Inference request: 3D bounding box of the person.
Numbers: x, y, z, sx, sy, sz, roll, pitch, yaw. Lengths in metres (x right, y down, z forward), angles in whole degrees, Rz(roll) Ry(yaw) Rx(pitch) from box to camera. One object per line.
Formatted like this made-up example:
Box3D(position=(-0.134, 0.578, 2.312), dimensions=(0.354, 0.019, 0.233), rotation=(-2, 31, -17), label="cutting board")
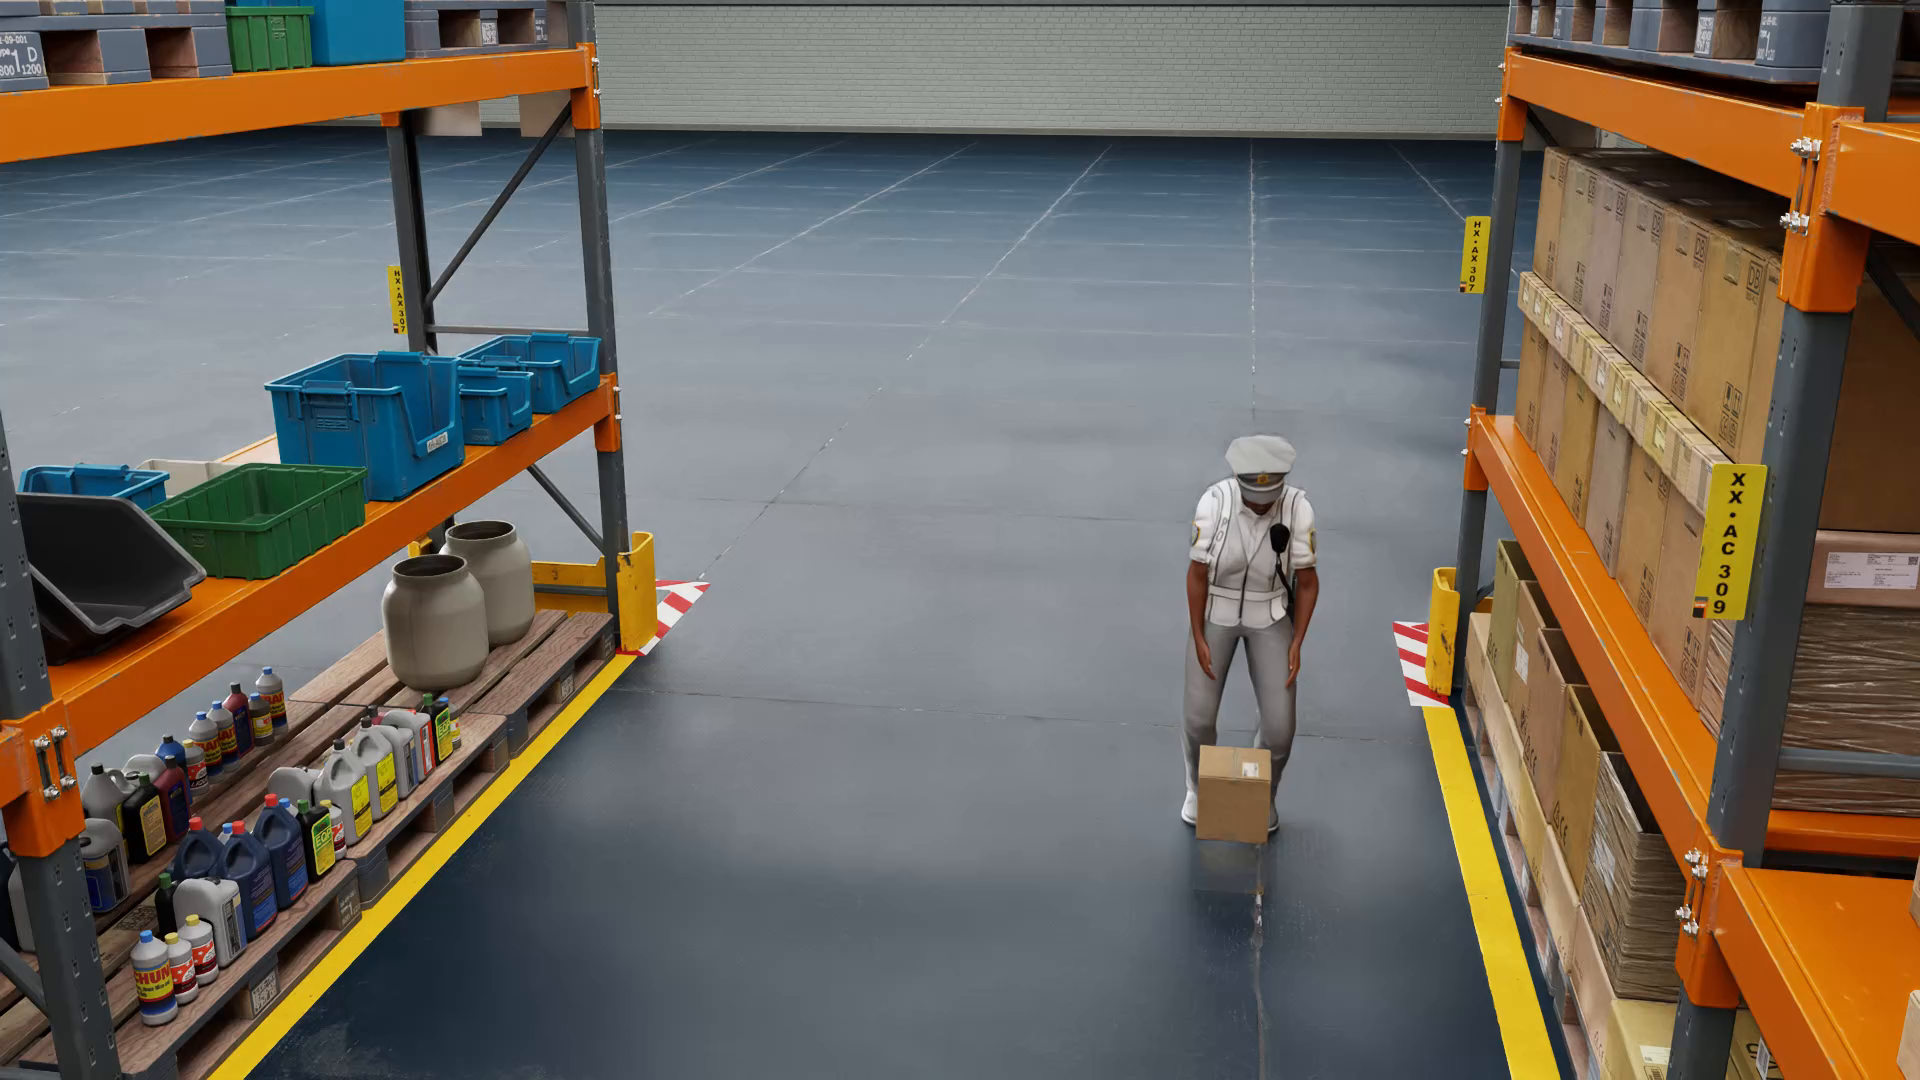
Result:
Box3D(position=(1.079, 0.346, 6.200), dimensions=(0.480, 1.546, 0.563), rotation=(3, 18, 10), label="person")
